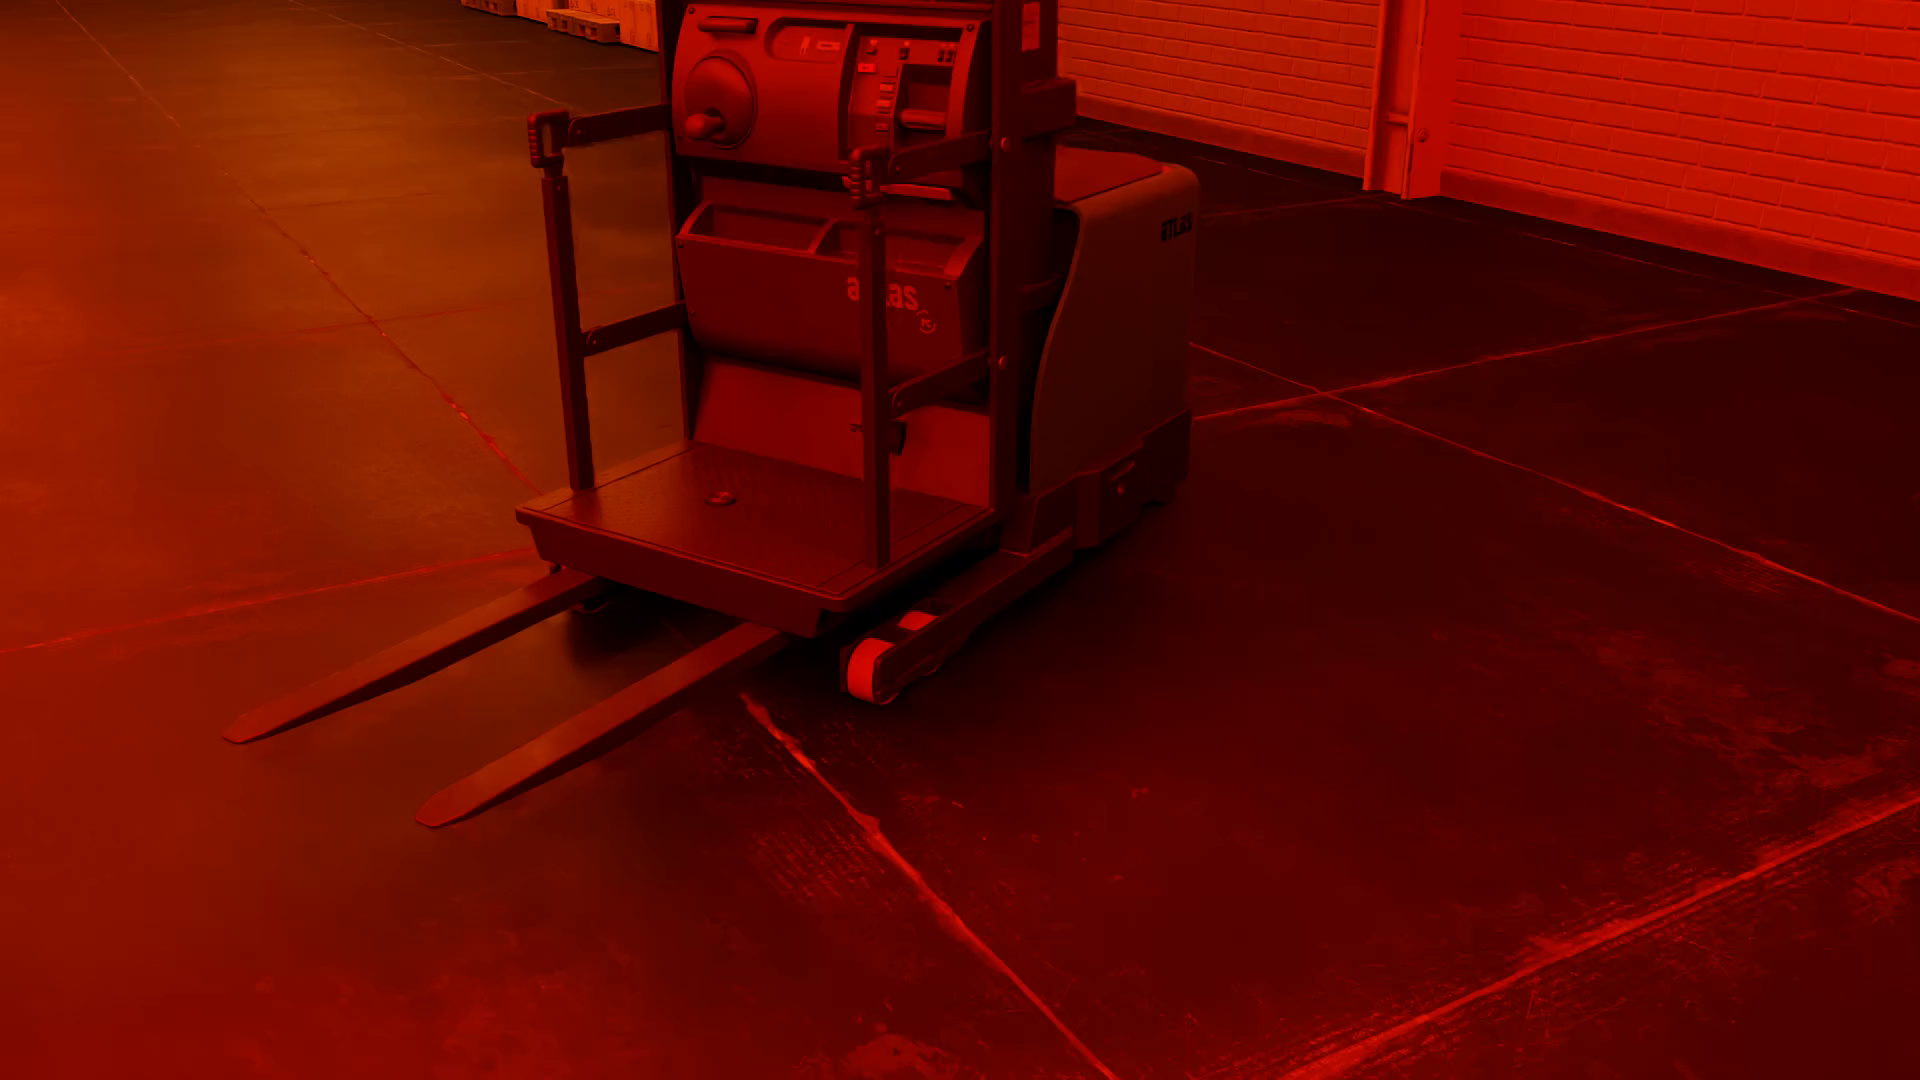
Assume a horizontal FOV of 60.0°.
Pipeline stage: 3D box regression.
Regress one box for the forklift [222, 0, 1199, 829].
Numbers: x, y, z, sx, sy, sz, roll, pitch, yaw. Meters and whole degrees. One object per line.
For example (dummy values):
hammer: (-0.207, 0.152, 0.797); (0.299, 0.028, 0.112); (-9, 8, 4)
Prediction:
forklift: (-0.471, -1.148, 4.072); (1.130, 2.935, 3.031); (14, 26, 30)
